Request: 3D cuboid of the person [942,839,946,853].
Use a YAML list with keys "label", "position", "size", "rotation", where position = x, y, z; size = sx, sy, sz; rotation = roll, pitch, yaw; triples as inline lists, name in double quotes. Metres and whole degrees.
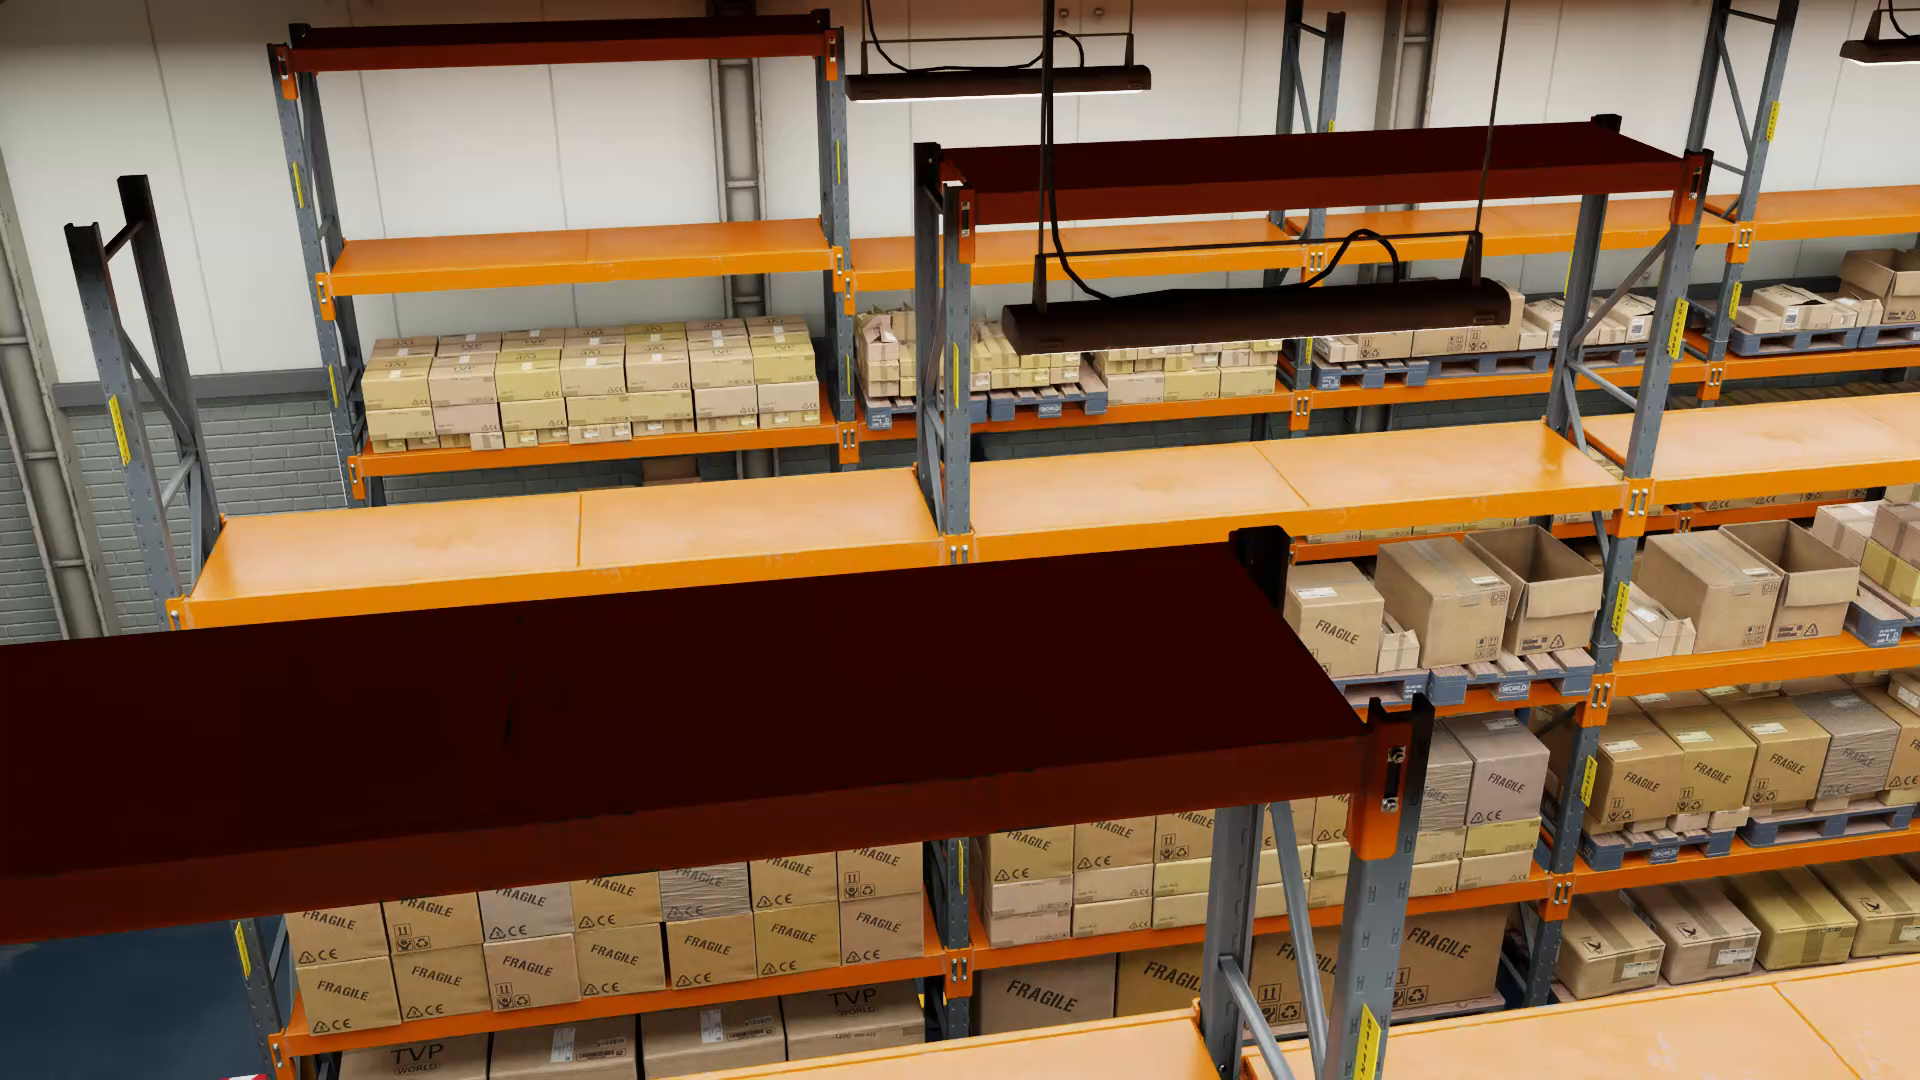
- label: "person"
  position: [-0.498, 1.756, 12.038]
  size: [0.845, 1.882, 0.661]
  rotation: [-4, 26, -8]
